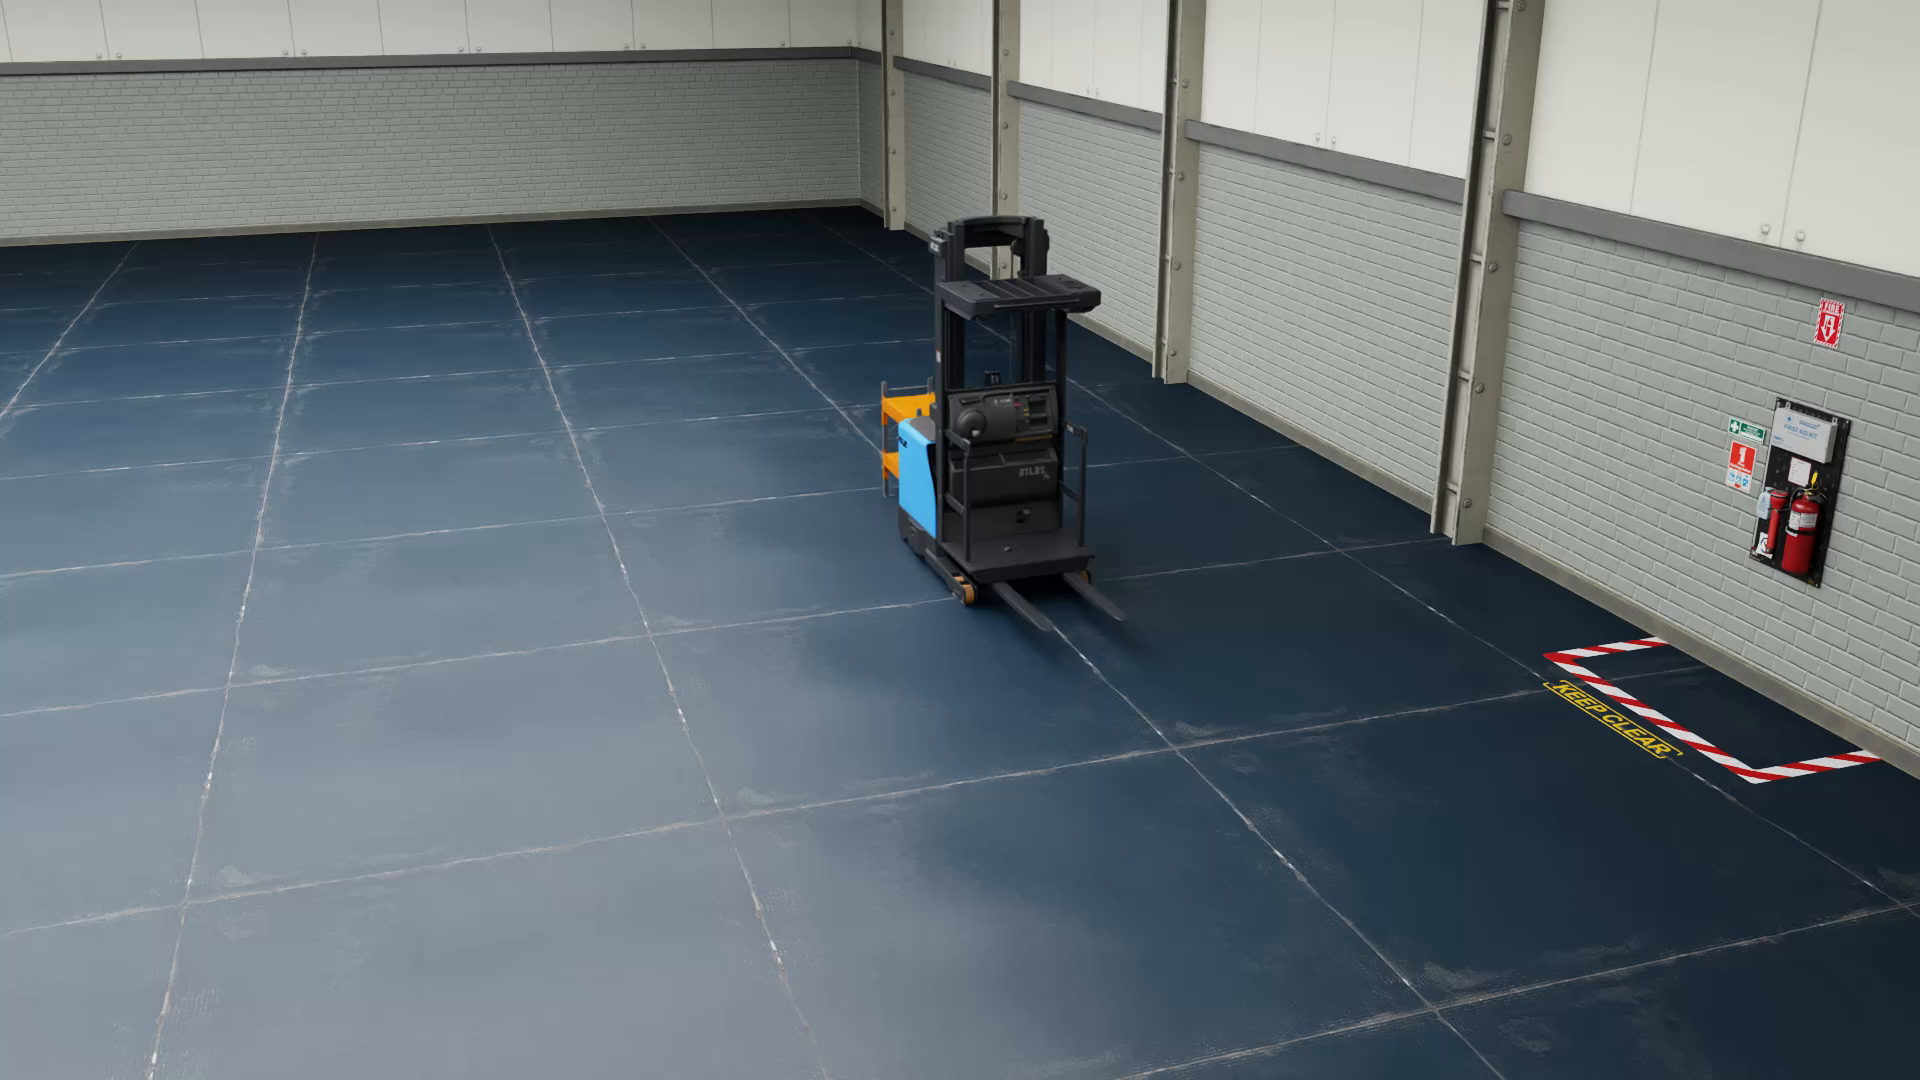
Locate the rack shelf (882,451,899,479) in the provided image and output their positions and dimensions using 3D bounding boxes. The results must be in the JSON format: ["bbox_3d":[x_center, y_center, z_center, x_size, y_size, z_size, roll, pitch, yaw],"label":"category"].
[{"bbox_3d":[-0.323,-0.587,15.486,0.538,0.278,1.000,-7,21,-19],"label":"rack shelf"}]

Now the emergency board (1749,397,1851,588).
[{"bbox_3d":[5.591,-0.314,11.228,0.194,1.169,0.643,-6,21,-17],"label":"emergency board"}]

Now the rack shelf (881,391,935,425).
[{"bbox_3d":[-0.323,-1.093,15.304,0.538,0.278,1.000,-7,21,-19],"label":"rack shelf"}]

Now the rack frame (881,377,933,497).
[{"bbox_3d":[-0.497,-0.979,15.852,0.500,1.125,0.032,-7,21,-19],"label":"rack frame"}]

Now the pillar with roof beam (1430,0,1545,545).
[{"bbox_3d":[0.359,-3.808,12.082,9.100,9.000,0.400,-6,21,-17],"label":"pillar with roof beam"}]

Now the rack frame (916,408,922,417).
[{"bbox_3d":[-0.148,-0.656,14.954,0.500,1.125,0.032,-7,21,-19],"label":"rack frame"}]

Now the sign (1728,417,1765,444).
[{"bbox_3d":[5.508,-0.766,11.650,0.001,0.109,0.331,-6,21,-17],"label":"sign"}]

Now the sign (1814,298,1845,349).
[{"bbox_3d":[5.683,-1.418,10.873,0.001,0.298,0.199,-6,21,-17],"label":"sign"}]

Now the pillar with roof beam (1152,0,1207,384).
[{"bbox_3d":[-1.527,-5.734,17.442,9.100,9.000,0.400,-6,21,-17],"label":"pillar with roof beam"}]

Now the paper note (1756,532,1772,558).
[{"bbox_3d":[5.601,0.037,11.555,0.016,0.148,0.142,-6,21,-17],"label":"paper note"}]

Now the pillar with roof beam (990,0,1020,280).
[{"bbox_3d":[-3.413,-7.659,22.803,9.100,9.000,0.400,-6,21,-17],"label":"pillar with roof beam"}]

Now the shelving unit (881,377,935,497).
[{"bbox_3d":[-0.323,-0.817,15.403,0.538,1.125,1.048,-7,21,-19],"label":"shelving unit"}]

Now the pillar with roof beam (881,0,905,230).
[{"bbox_3d":[-5.299,-9.585,28.163,9.100,9.000,0.400,-6,21,-17],"label":"pillar with roof beam"}]

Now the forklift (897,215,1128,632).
[{"bbox_3d":[0.427,-1.016,13.285,1.130,2.935,3.031,-7,21,-19],"label":"forklift"}]

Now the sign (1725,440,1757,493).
[{"bbox_3d":[5.515,-0.519,11.746,0.001,0.329,0.234,-6,21,-17],"label":"sign"}]
